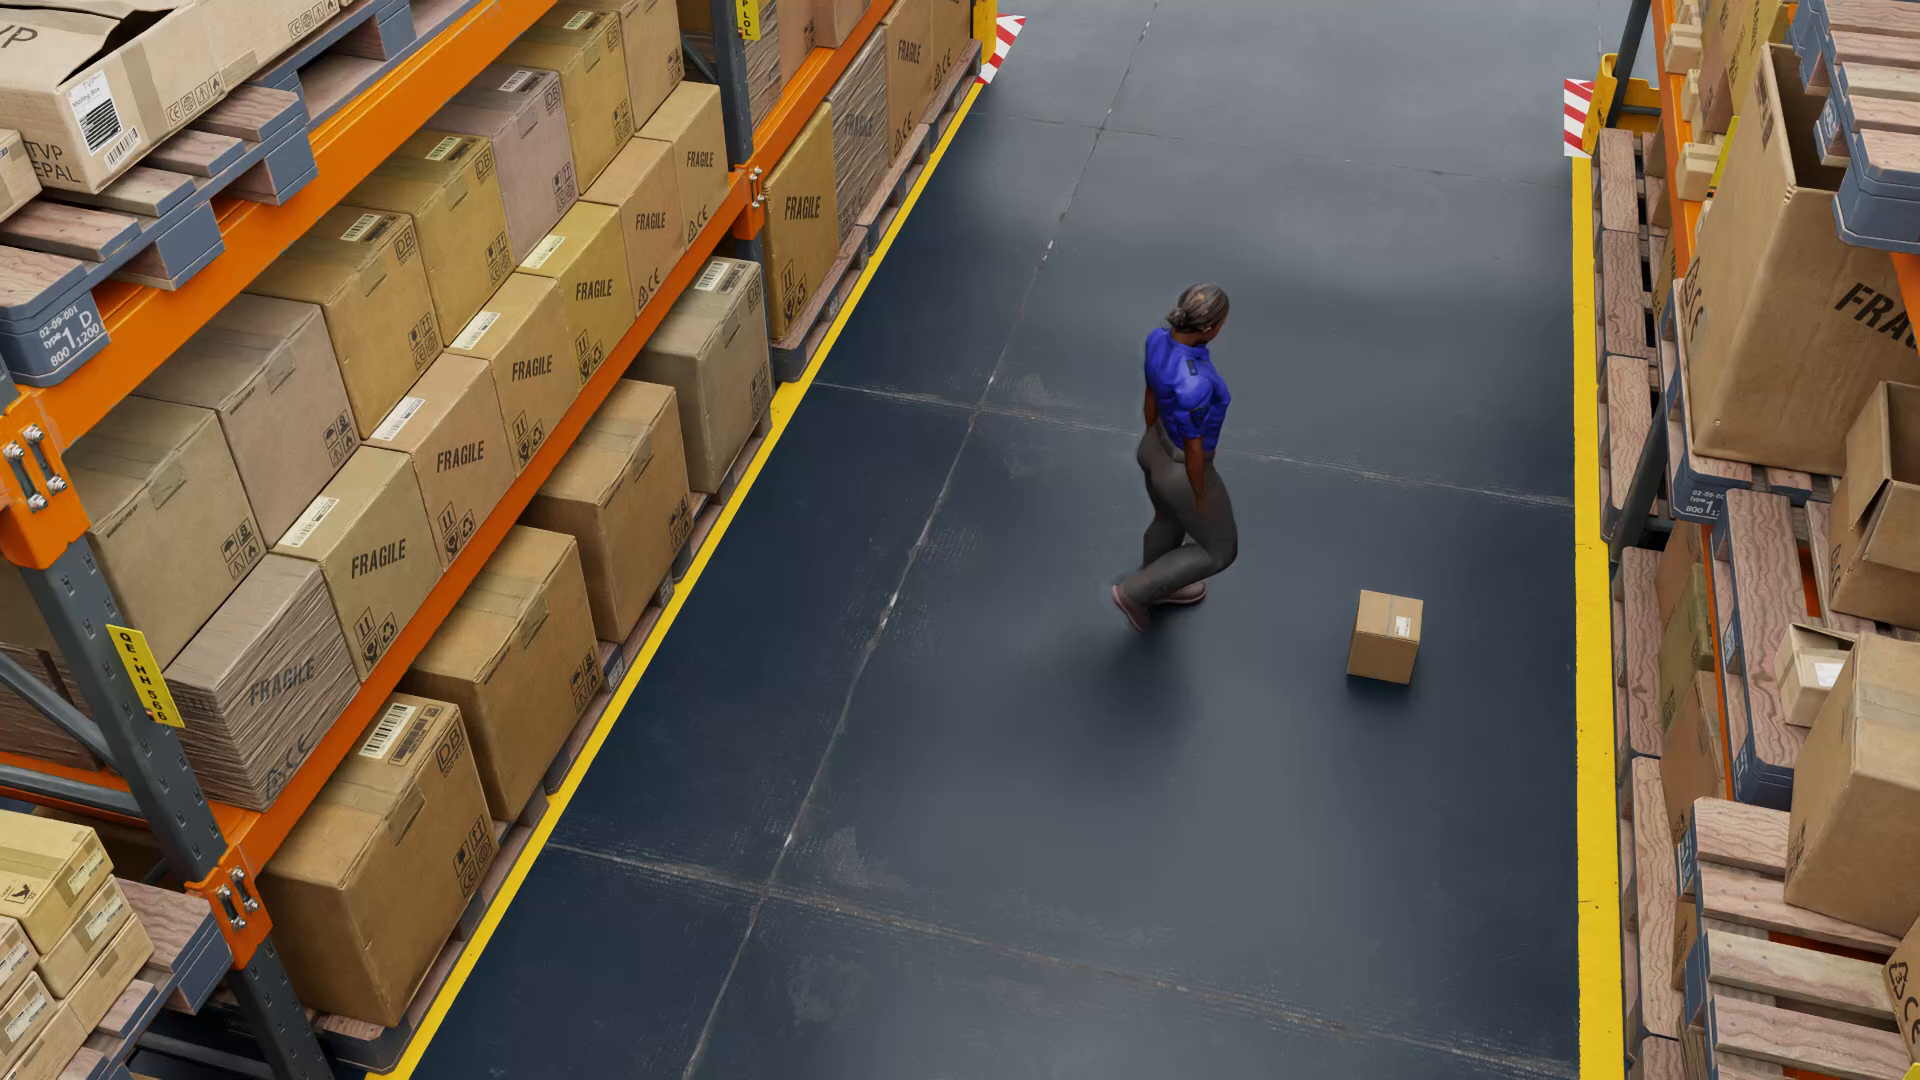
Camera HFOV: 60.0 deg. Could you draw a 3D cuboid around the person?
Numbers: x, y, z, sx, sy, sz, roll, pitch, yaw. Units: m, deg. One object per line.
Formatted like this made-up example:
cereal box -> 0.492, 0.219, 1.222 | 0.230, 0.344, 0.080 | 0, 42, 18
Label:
person -> 0.833, -0.282, 6.470 | 0.505, 1.650, 0.461 | -9, 42, -10
